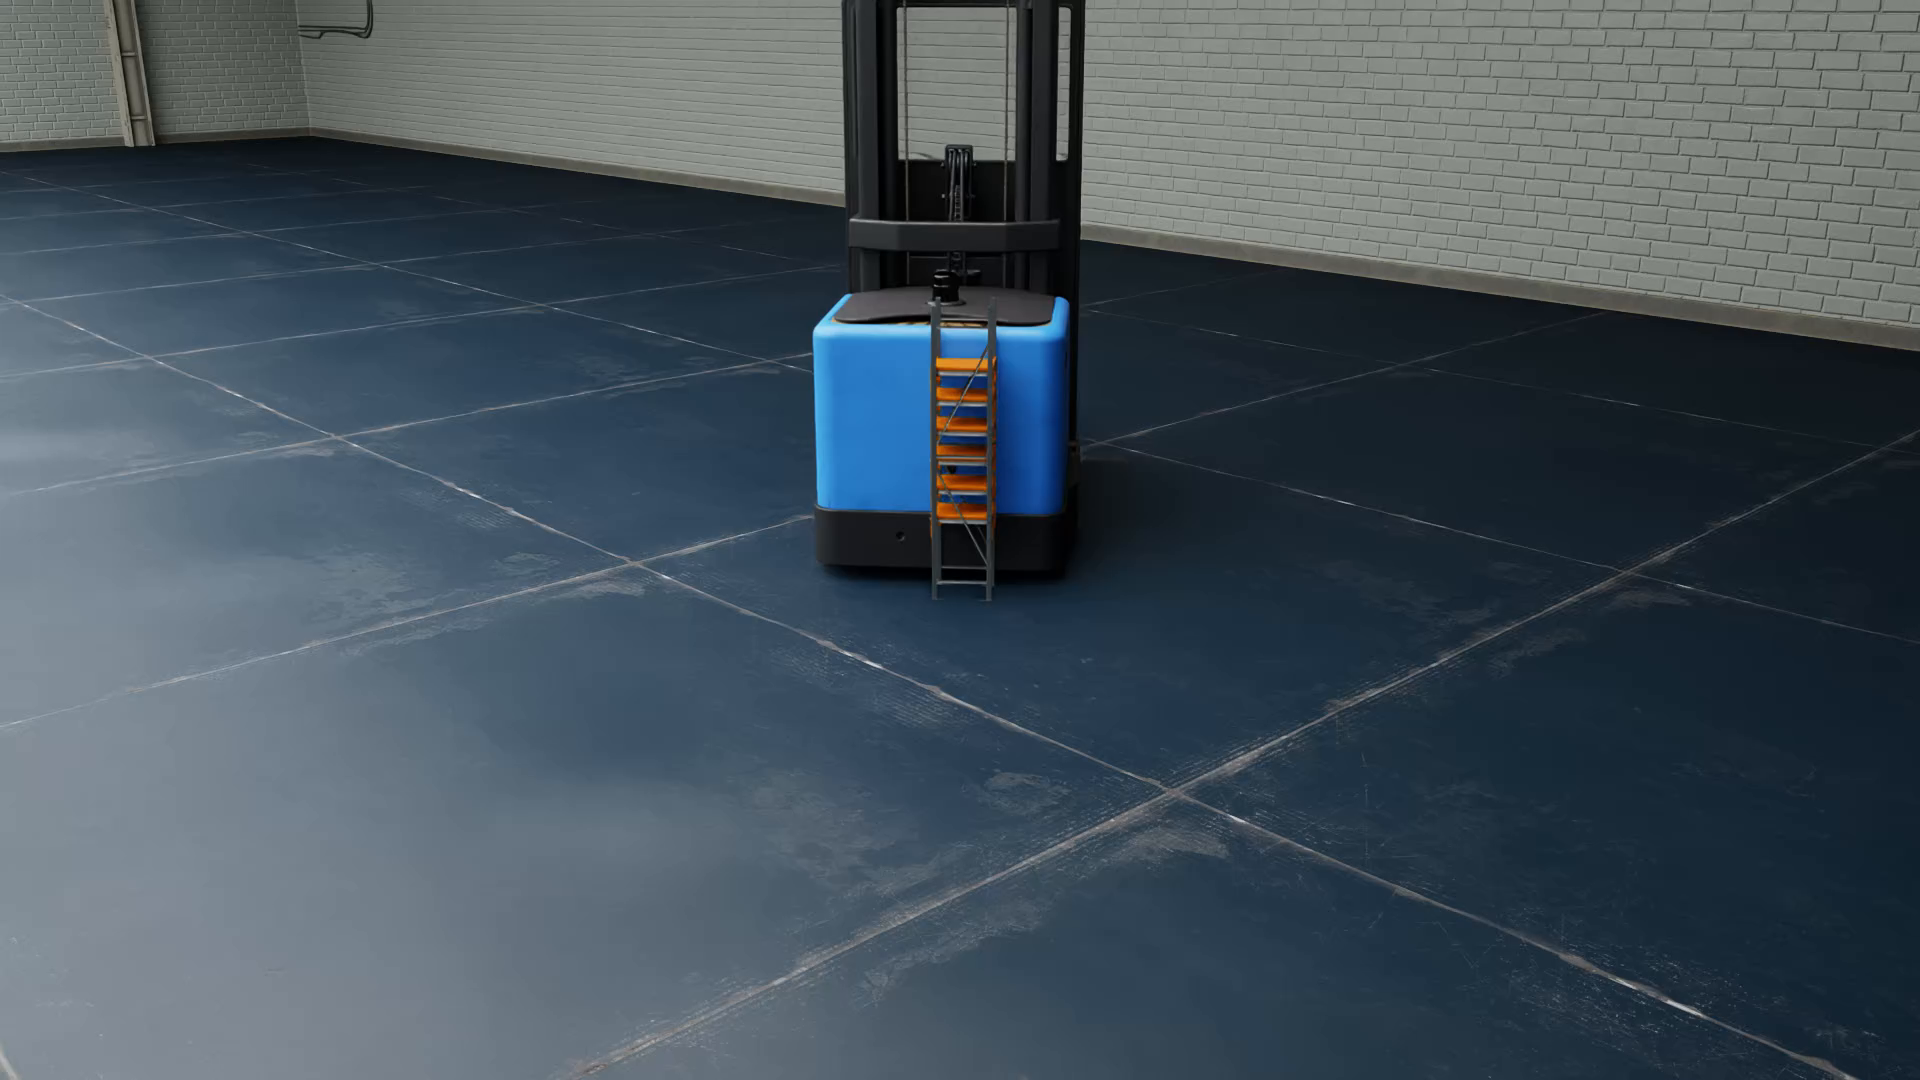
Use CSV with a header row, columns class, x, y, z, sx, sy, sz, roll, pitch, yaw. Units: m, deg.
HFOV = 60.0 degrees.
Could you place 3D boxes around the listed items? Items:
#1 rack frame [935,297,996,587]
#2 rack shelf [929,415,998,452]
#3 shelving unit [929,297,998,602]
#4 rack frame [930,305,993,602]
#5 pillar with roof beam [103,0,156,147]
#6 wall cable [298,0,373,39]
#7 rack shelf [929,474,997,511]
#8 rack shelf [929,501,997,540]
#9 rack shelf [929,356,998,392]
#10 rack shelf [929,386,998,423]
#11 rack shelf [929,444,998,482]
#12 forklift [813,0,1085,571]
class,x,y,z,sx,sy,sz,roll,pitch,yaw
rack frame,0.023,-0.380,6.710,0.240,1.200,0.006,2,18,5
rack shelf,0.015,-0.423,6.600,0.258,0.103,0.180,2,18,5
shelving unit,0.015,-0.351,6.623,0.258,1.200,0.189,2,18,5
rack frame,0.007,-0.323,6.536,0.240,1.200,0.006,2,18,5
pillar with roof beam,-10.800,-9.937,23.542,0.400,9.000,9.100,-16,24,-41
wall cable,-10.709,-9.752,28.008,0.112,2.526,3.097,-16,24,-41
rack shelf,0.015,-0.195,6.674,0.258,0.103,0.180,2,18,5
rack shelf,0.015,-0.081,6.711,0.258,0.103,0.180,2,18,5
rack shelf,0.015,-0.652,6.526,0.258,0.103,0.180,2,18,5
rack shelf,0.015,-0.537,6.563,0.258,0.103,0.180,2,18,5
rack shelf,0.015,-0.309,6.637,0.258,0.103,0.180,2,18,5
forklift,0.037,-1.673,7.894,1.130,2.935,3.031,2,18,5
